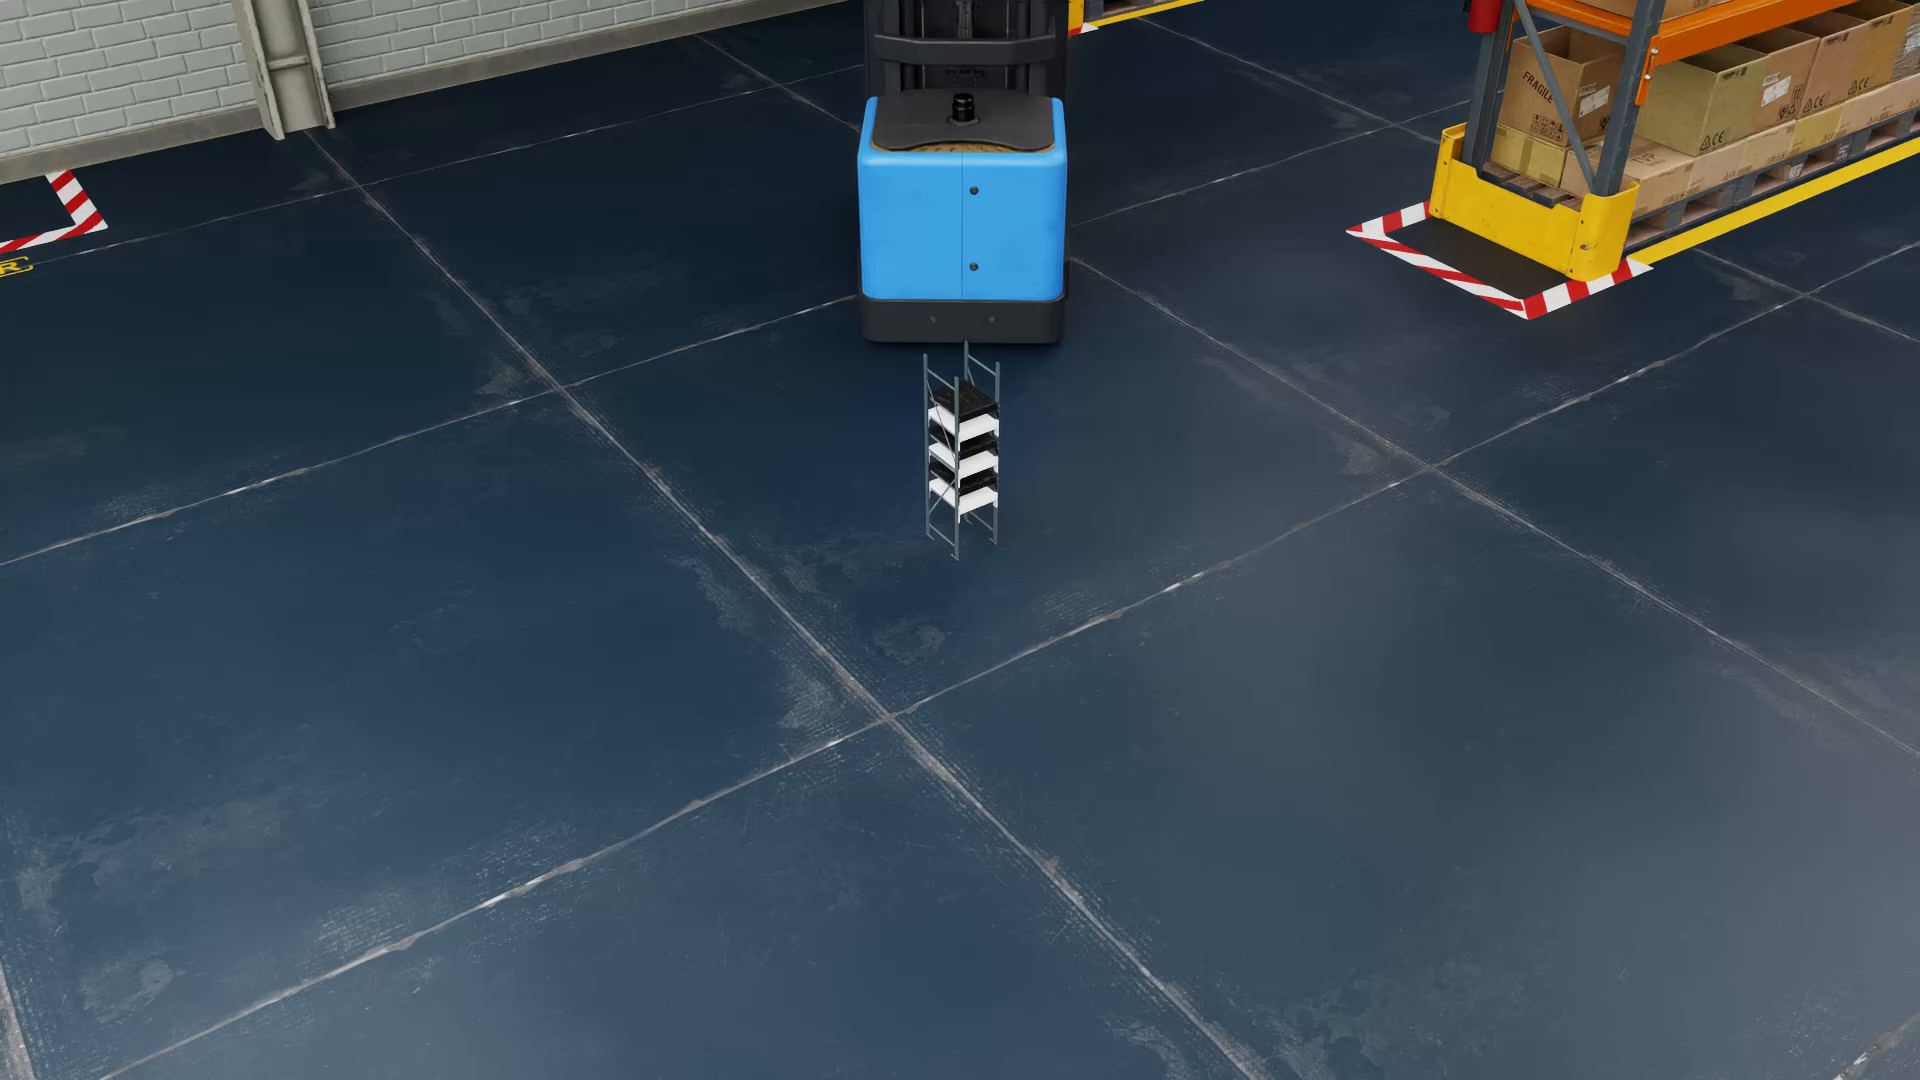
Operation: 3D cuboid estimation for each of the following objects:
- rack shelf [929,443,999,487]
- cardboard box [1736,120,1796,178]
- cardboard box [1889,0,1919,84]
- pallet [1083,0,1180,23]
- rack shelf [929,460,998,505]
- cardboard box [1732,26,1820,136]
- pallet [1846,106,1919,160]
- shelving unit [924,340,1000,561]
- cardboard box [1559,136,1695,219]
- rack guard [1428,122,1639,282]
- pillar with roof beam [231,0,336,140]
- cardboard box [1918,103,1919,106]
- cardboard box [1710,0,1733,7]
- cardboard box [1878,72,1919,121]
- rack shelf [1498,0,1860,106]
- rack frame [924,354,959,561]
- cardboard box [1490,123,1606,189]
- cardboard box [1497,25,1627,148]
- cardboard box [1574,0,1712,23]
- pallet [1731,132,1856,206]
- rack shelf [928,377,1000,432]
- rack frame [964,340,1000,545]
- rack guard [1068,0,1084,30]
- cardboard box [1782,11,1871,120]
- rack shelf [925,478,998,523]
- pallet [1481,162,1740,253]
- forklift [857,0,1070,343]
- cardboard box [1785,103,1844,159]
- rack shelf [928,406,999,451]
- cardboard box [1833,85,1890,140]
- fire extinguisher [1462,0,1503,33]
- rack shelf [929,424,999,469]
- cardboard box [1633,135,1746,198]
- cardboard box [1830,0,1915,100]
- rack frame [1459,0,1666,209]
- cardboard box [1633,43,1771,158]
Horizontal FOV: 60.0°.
[{"bbox_3d":[0.007,-0.341,7.011,0.200,0.077,0.258,-22,41,-28],"label":"rack shelf"},{"bbox_3d":[4.667,-2.448,10.081,0.500,0.250,0.500,-22,41,-28],"label":"cardboard box"},{"bbox_3d":[5.886,-3.263,10.571,0.500,0.500,0.500,-22,41,-28],"label":"cardboard box"},{"bbox_3d":[1.174,-4.495,13.319,1.213,0.211,1.003,-22,41,-28],"label":"pallet"},{"bbox_3d":[0.007,-0.268,7.063,0.200,0.077,0.258,-22,41,-28],"label":"rack shelf"},{"bbox_3d":[4.660,-2.758,9.869,0.500,0.500,0.500,-22,41,-28],"label":"cardboard box"},{"bbox_3d":[5.880,-2.948,11.168,1.213,0.211,1.003,-22,41,-28],"label":"pallet"},{"bbox_3d":[0.007,-0.368,6.991,0.210,0.900,0.258,-22,41,-28],"label":"shelving unit"},{"bbox_3d":[3.851,-2.111,9.611,0.500,0.250,0.500,-22,41,-28],"label":"cardboard box"},{"bbox_3d":[3.265,-1.959,9.546,0.348,0.500,1.175,-22,41,-28],"label":"rack guard"},{"bbox_3d":[-1.923,-4.356,5.600,0.400,9.000,9.100,-22,41,-28],"label":"pillar with roof beam"},{"bbox_3d":[6.301,-3.121,11.016,0.500,0.250,0.500,-22,41,-28],"label":"cardboard box"},{"bbox_3d":[4.100,-3.353,9.257,0.500,0.500,0.700,-21,41,-27],"label":"cardboard box"},{"bbox_3d":[5.887,-2.958,10.789,0.500,0.250,0.500,-22,41,-28],"label":"cardboard box"},{"bbox_3d":[4.919,-3.363,9.973,4.000,0.370,1.077,-22,41,-28],"label":"rack shelf"},{"bbox_3d":[-0.076,-0.334,6.943,0.006,0.900,0.240,-22,41,-28],"label":"rack frame"},{"bbox_3d":[3.553,-2.358,9.954,0.500,0.250,0.500,-22,41,-28],"label":"cardboard box"},{"bbox_3d":[3.552,-2.663,9.737,0.500,0.500,0.500,-22,41,-28],"label":"cardboard box"},{"bbox_3d":[3.674,-3.174,9.008,0.500,0.500,0.700,-22,41,-28],"label":"cardboard box"},{"bbox_3d":[4.882,-2.535,10.594,1.213,0.211,1.003,-22,41,-28],"label":"pallet"},{"bbox_3d":[0.007,-0.560,6.853,0.200,0.077,0.258,-22,41,-28],"label":"rack shelf"},{"bbox_3d":[0.090,-0.402,7.039,0.006,0.900,0.240,-22,41,-28],"label":"rack frame"},{"bbox_3d":[0.490,-4.356,12.878,0.348,0.500,1.175,-22,41,-28],"label":"rack guard"},{"bbox_3d":[5.079,-2.918,10.092,0.500,0.500,0.500,-22,41,-28],"label":"cardboard box"},{"bbox_3d":[0.007,-0.195,7.116,0.200,0.077,0.258,-22,41,-28],"label":"rack shelf"},{"bbox_3d":[3.886,-2.127,10.027,1.213,0.211,1.003,-22,41,-28],"label":"pallet"},{"bbox_3d":[0.037,-3.027,8.949,1.130,2.935,3.031,1,36,1],"label":"forklift"},{"bbox_3d":[5.078,-2.614,10.311,0.500,0.250,0.500,-22,41,-28],"label":"cardboard box"},{"bbox_3d":[0.007,-0.487,6.905,0.200,0.077,0.258,-22,41,-28],"label":"rack shelf"},{"bbox_3d":[5.486,-2.783,10.545,0.500,0.250,0.500,-22,41,-28],"label":"cardboard box"},{"bbox_3d":[2.920,-3.133,9.103,0.183,0.674,0.296,-22,41,-28],"label":"fire extinguisher"},{"bbox_3d":[0.007,-0.414,6.958,0.200,0.077,0.258,-22,41,-28],"label":"rack shelf"},{"bbox_3d":[4.258,-2.280,9.847,0.500,0.250,0.500,-22,41,-28],"label":"cardboard box"},{"bbox_3d":[5.479,-3.093,10.335,0.500,0.500,0.500,-22,41,-28],"label":"cardboard box"},{"bbox_3d":[3.285,-2.982,8.827,0.127,3.000,1.000,-22,41,-28],"label":"rack frame"},{"bbox_3d":[4.259,-2.584,9.627,0.500,0.500,0.500,-22,41,-28],"label":"cardboard box"}]
